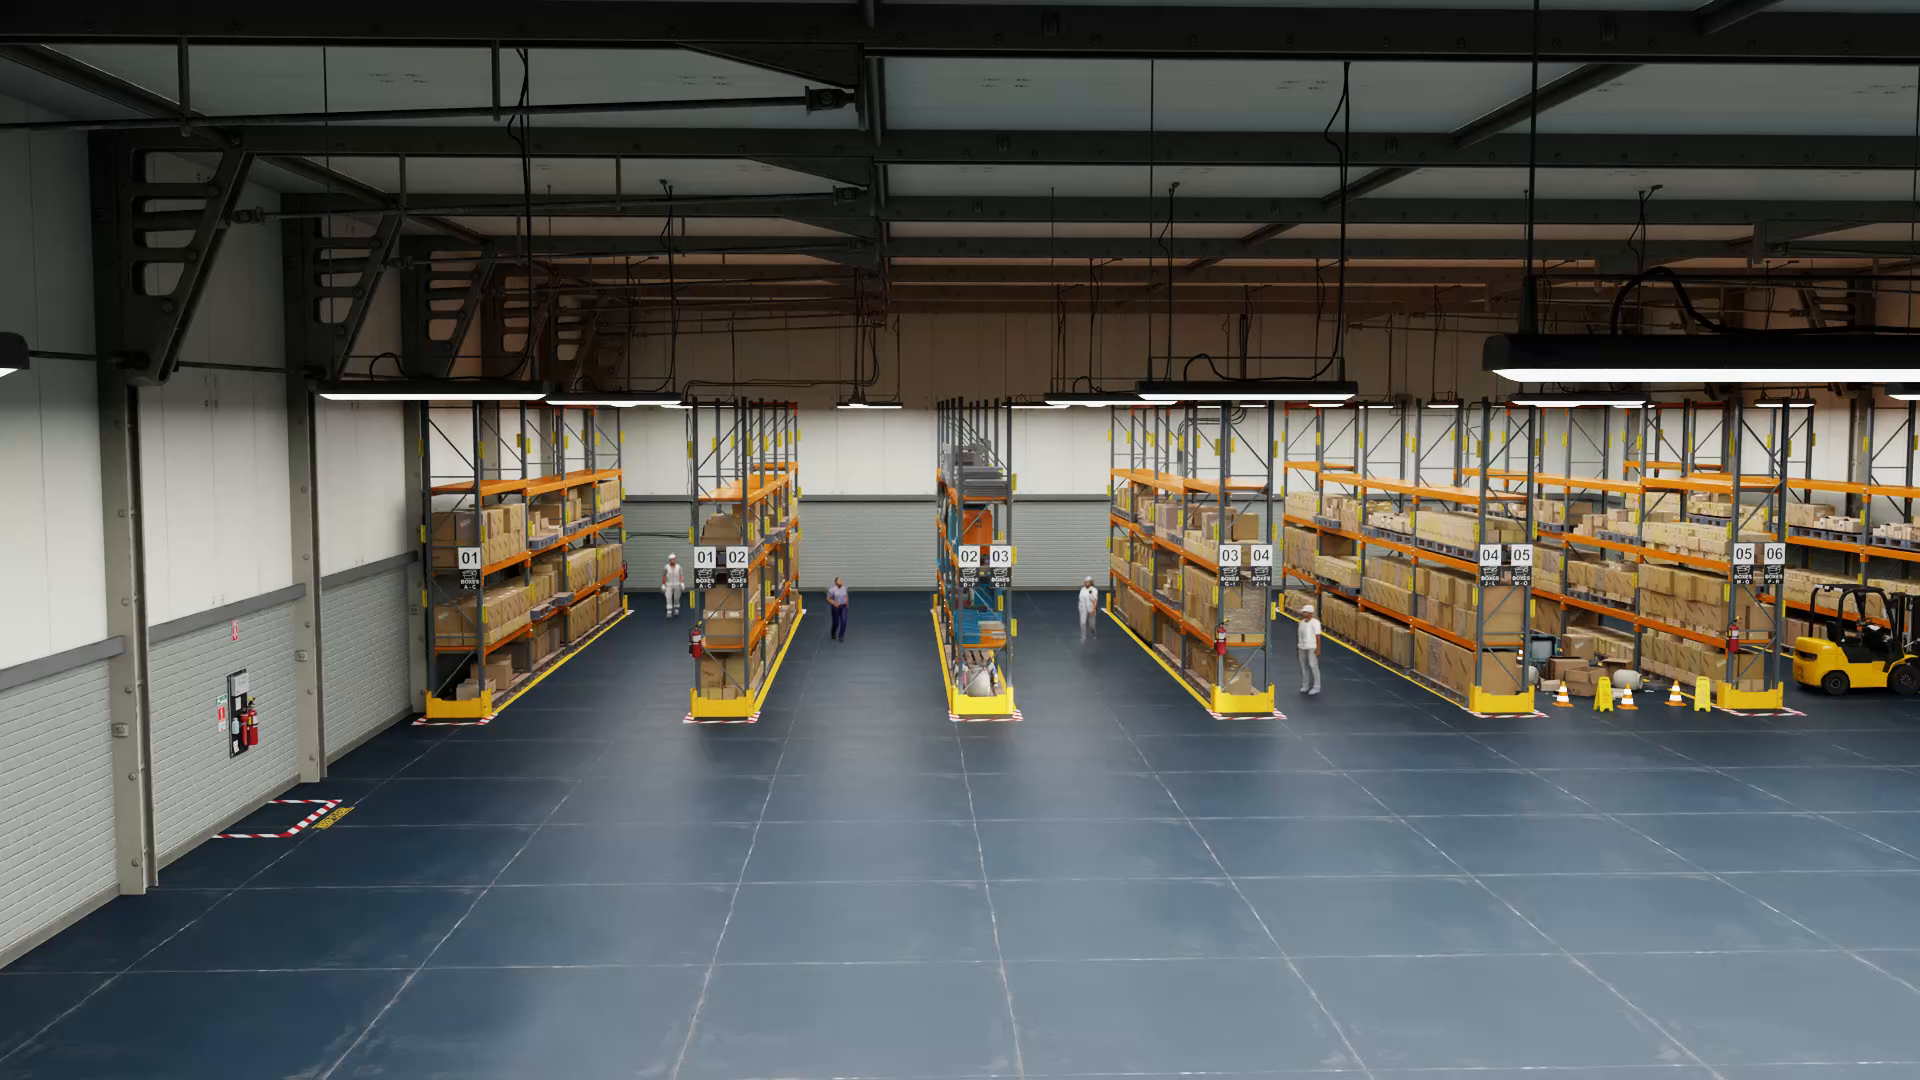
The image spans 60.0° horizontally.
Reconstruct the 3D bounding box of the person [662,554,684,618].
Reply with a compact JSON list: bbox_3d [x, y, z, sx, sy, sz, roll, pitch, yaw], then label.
[{"bbox_3d":[-7.964,1.269,46.112,0.639,1.733,1.055,0,4,-3],"label":"person"}]

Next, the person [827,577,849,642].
[{"bbox_3d":[-3.032,1.720,41.451,0.590,1.604,0.544,-1,5,-18],"label":"person"}]

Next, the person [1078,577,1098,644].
[{"bbox_3d":[3.003,1.663,39.081,0.461,1.585,0.947,0,4,6],"label":"person"}]

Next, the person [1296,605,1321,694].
[{"bbox_3d":[7.095,2.216,33.952,0.463,1.769,0.627,-4,6,-41],"label":"person"}]
